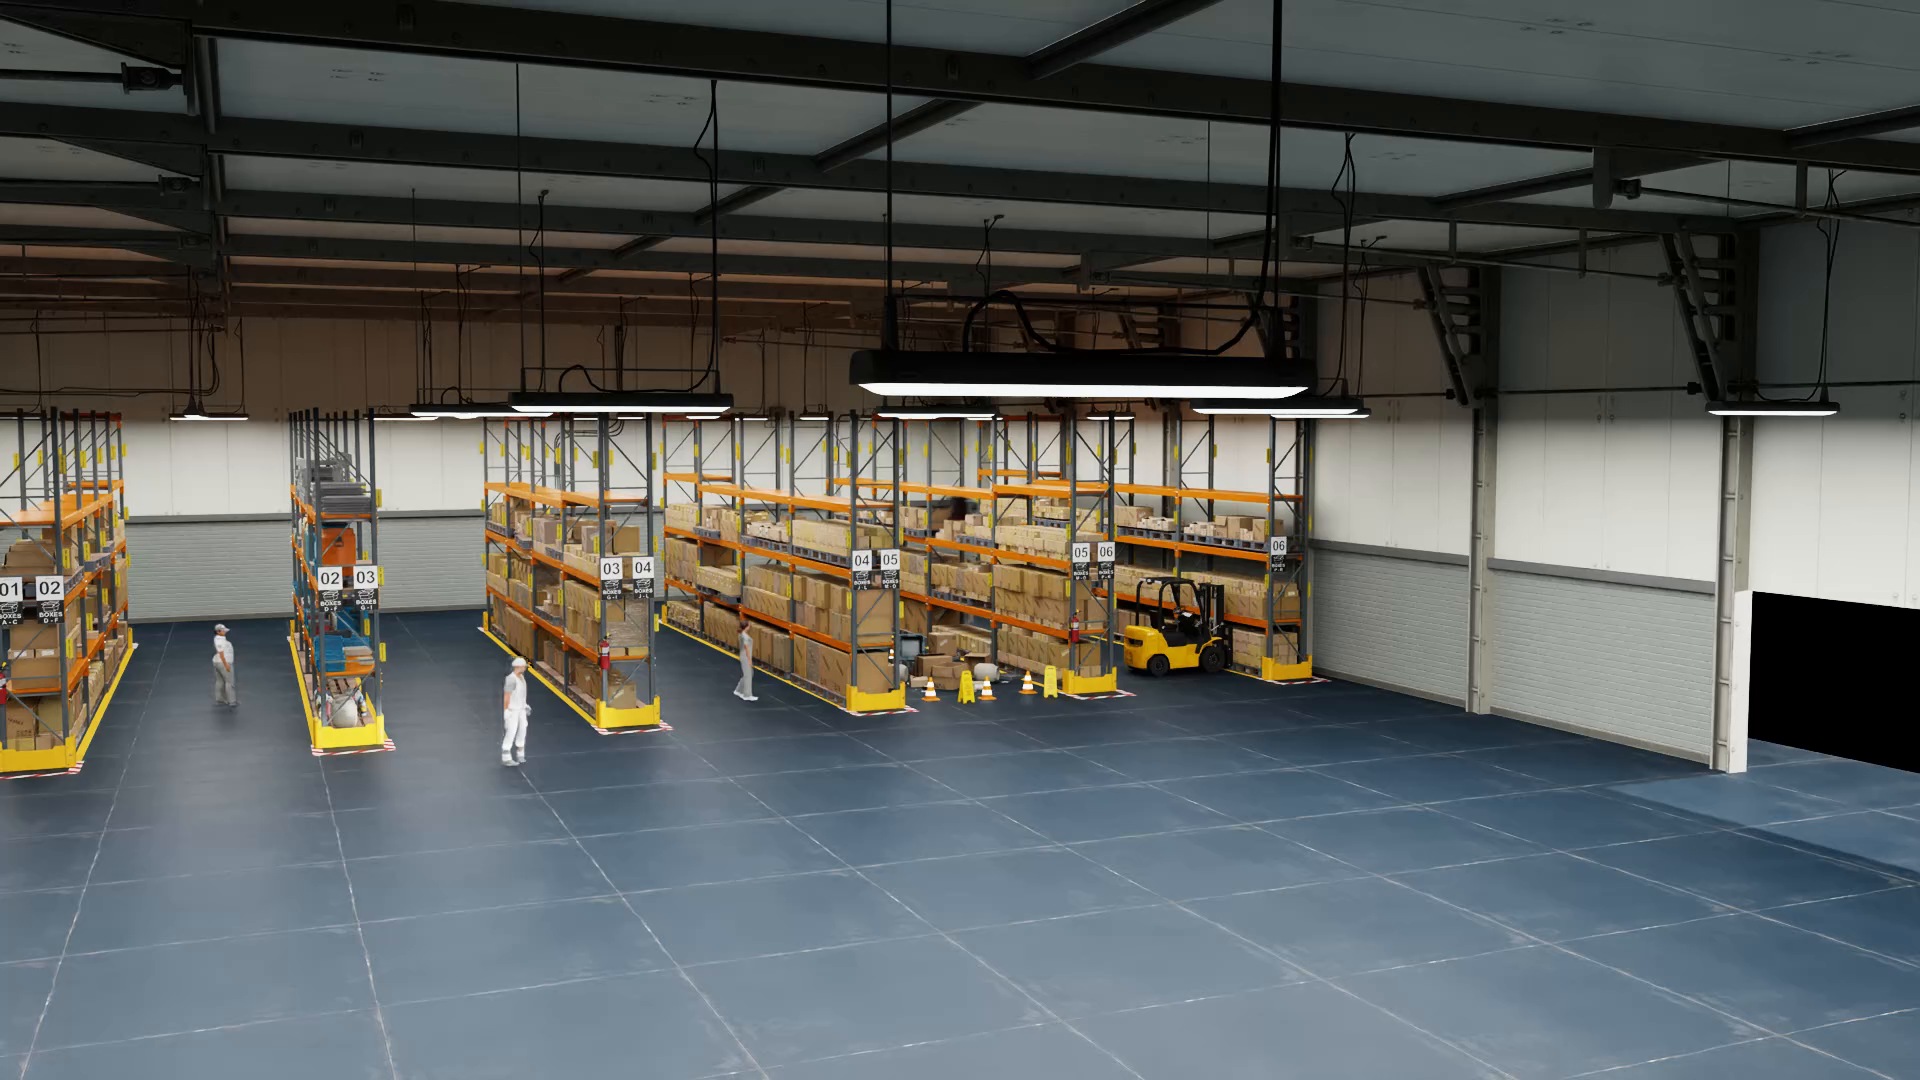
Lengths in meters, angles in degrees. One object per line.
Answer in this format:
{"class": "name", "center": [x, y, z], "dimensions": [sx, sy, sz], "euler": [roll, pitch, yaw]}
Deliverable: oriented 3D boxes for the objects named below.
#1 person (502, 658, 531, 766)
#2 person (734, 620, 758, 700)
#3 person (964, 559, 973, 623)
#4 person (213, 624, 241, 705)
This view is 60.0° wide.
{"class": "person", "center": [-7.467, 2.872, 27.968], "dimensions": [0.393, 1.789, 0.626], "euler": [1, 4, 15]}
{"class": "person", "center": [-4.444, 2.485, 34.482], "dimensions": [0.487, 1.686, 0.518], "euler": [-1, 4, -12]}
{"class": "person", "center": [0.194, 1.437, 45.322], "dimensions": [0.374, 1.651, 0.621], "euler": [-1, 4, -12]}
{"class": "person", "center": [-14.885, 2.528, 33.721], "dimensions": [0.459, 1.655, 0.552], "euler": [-4, 5, -42]}
